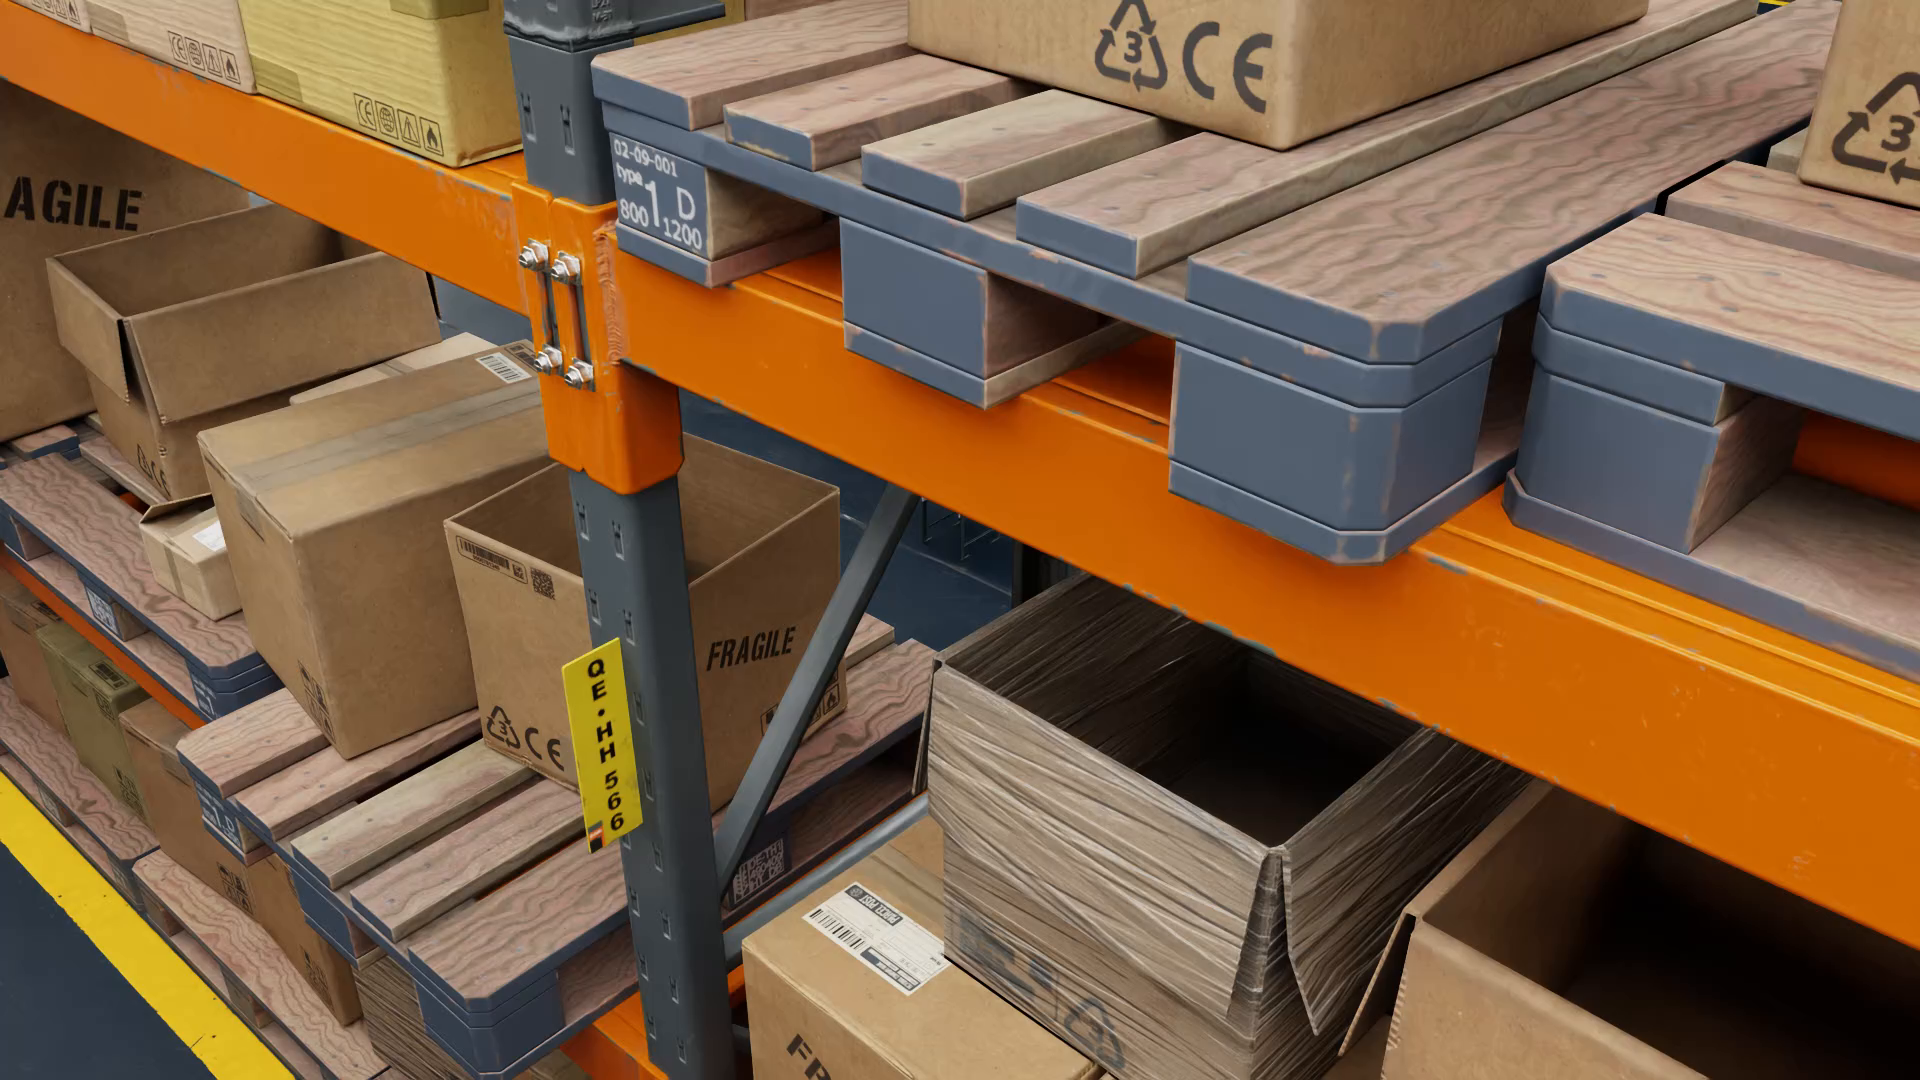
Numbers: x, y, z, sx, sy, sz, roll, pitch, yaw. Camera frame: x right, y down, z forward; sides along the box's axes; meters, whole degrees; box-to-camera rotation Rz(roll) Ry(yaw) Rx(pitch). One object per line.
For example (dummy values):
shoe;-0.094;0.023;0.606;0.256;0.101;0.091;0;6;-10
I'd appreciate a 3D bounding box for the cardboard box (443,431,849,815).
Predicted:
cardboard box;-0.563;0.146;3.095;0.500;0.500;0.500;20;36;29

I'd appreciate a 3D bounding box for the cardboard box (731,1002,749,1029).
cardboard box;-0.653;0.881;3.648;0.500;0.250;0.500;27;40;37

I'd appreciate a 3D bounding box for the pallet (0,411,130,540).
pallet;-2.632;-0.442;4.761;1.213;0.211;1.003;25;39;35

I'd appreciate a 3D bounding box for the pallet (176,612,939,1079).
pallet;-0.735;0.417;3.336;1.003;0.211;1.213;25;39;35

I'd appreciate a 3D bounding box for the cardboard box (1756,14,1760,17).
cardboard box;5.170;-3.316;11.065;0.500;0.311;0.500;24;39;35

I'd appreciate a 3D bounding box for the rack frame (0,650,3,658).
rack frame;-3.101;-0.844;5.244;0.127;3.000;1.000;25;39;35

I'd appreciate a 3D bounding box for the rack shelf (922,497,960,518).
rack shelf;0.006;-0.200;6.623;0.200;0.077;0.258;25;39;35

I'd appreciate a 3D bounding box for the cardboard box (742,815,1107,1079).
cardboard box;0.042;0.770;2.466;0.500;0.500;0.500;26;40;36

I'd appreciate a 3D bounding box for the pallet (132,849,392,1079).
pallet;-1.614;1.042;4.815;1.213;0.211;1.003;25;39;35

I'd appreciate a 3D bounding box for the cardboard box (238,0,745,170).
cardboard box;-0.653;-0.751;2.327;0.500;0.250;0.500;25;39;35

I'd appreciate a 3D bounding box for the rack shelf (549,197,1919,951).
rack shelf;1.347;0.256;1.206;4.000;0.370;1.077;25;39;35

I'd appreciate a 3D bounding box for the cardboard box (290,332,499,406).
cardboard box;-1.224;-0.243;3.984;0.500;0.250;0.500;24;38;34

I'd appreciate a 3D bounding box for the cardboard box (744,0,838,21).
cardboard box;-0.313;-0.941;2.641;0.500;0.250;0.500;26;40;36

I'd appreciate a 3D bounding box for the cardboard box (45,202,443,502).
cardboard box;-1.754;-0.504;4.171;0.797;0.503;0.637;-25;39;-35

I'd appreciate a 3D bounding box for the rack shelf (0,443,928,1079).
rack shelf;-1.618;0.156;4.279;4.000;0.370;1.077;25;39;35

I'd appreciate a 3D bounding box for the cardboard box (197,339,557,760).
cardboard box;-1.044;-0.009;3.353;0.700;0.500;0.500;-23;38;-33

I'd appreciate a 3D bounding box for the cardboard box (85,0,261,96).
cardboard box;-1.030;-0.918;2.603;0.500;0.250;0.500;25;39;35

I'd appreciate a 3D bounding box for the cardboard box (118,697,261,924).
cardboard box;-1.904;0.625;4.801;0.500;0.500;0.700;21;37;31

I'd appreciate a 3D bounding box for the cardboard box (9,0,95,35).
cardboard box;-1.400;-1.093;2.894;0.500;0.250;0.500;26;40;36

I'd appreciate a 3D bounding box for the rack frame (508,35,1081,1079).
rack frame;-0.136;0.540;2.944;0.127;3.000;1.000;25;39;35

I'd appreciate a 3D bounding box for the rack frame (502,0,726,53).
rack frame;-0.136;-2.030;1.397;0.127;3.000;1.000;25;39;35

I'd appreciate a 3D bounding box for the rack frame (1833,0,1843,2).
rack frame;3.188;-1.354;6.090;0.127;3.000;1.000;25;39;35

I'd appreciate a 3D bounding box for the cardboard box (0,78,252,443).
cardboard box;-2.606;-0.952;4.435;1.000;1.000;1.000;25;39;35

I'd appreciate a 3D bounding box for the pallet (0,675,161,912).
pallet;-2.523;0.619;5.516;1.213;0.211;1.003;25;39;35

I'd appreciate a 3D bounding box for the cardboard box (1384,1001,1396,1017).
cardboard box;0.762;0.748;2.502;0.500;0.500;0.500;25;39;35

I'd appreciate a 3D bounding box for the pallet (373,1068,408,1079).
pallet;-0.714;1.464;4.114;1.213;0.211;1.003;25;39;35

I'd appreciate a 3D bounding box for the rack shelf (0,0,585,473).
rack shelf;-1.618;-1.129;3.506;4.000;0.370;1.077;25;39;35

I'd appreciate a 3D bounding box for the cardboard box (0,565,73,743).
cardboard box;-2.661;0.259;5.408;0.500;0.500;0.700;22;37;32

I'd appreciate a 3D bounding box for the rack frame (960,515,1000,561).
rack frame;0.081;-0.348;6.455;0.006;0.900;0.240;25;39;35

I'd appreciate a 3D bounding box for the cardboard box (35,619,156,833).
cardboard box;-2.320;0.431;5.122;0.500;0.500;0.700;25;39;35

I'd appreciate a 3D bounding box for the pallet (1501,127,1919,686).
pallet;1.208;-0.075;1.242;1.213;0.211;1.003;27;40;37

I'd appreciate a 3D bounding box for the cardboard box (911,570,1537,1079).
cardboard box;0.396;0.327;2.229;0.637;0.503;0.797;27;40;37

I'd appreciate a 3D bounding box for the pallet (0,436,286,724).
pallet;-1.631;-0.047;4.106;1.213;0.211;1.003;25;39;35

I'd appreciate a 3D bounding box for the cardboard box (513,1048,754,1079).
cardboard box;-0.646;1.198;3.848;0.500;0.500;0.700;23;38;33

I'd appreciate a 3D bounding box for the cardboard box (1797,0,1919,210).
cardboard box;1.064;-0.519;1.291;0.500;0.500;0.500;-27;40;-37

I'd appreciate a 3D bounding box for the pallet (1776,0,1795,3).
pallet;7.448;-5.063;14.955;1.213;0.211;1.003;25;39;35

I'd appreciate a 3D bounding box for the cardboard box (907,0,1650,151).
cardboard box;0.365;-0.785;1.731;0.797;0.503;0.637;-27;40;-37

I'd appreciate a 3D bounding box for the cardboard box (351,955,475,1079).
cardboard box;-1.066;1.011;4.159;0.500;0.500;0.700;21;37;31

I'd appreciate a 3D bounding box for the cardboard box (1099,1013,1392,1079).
cardboard box;0.426;0.947;2.171;0.500;0.500;0.500;24;38;34

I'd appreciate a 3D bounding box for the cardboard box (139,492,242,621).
cardboard box;-1.553;-0.056;3.658;0.258;0.266;0.396;24;38;34

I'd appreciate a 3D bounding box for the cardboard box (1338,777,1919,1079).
cardboard box;0.877;0.554;1.853;0.637;0.503;0.797;26;40;36

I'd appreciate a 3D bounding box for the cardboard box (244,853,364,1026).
cardboard box;-1.491;0.818;4.480;0.700;0.500;0.500;-26;39;-36

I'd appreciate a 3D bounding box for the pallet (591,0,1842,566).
pallet;0.377;-0.461;1.883;1.003;0.211;1.213;27;40;37

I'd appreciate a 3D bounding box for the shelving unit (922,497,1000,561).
shelving unit;0.006;-0.383;6.513;0.210;0.900;0.258;25;39;35

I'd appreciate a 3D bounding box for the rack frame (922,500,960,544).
rack frame;-0.069;-0.418;6.572;0.006;0.900;0.240;25;39;35

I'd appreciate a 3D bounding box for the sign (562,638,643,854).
sign;-0.493;0.289;2.316;0.005;0.325;0.100;25;39;35
